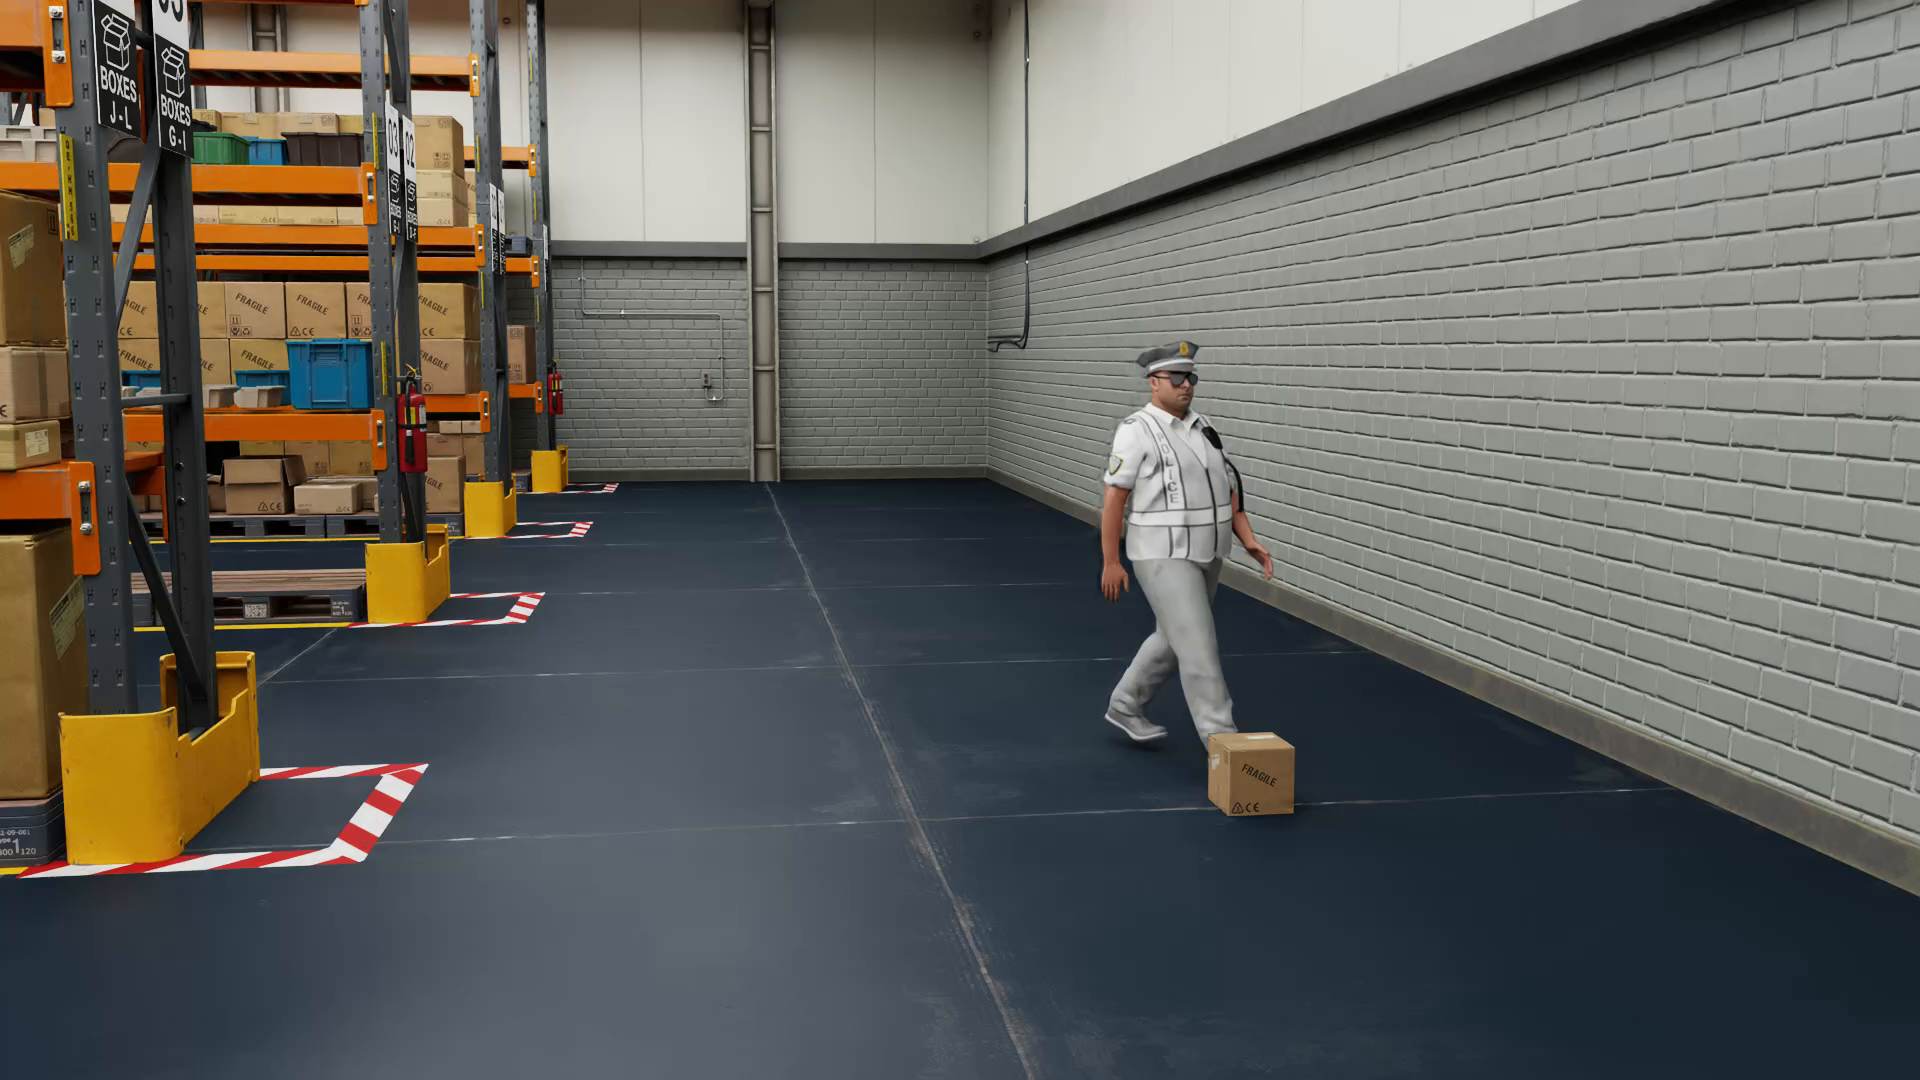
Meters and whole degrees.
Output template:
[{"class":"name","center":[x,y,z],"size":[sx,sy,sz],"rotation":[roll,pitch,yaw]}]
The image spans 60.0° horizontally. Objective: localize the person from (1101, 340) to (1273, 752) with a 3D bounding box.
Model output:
[{"class":"person","center":[0.944,0.054,6.702],"size":[0.544,1.708,1.071],"rotation":[-6,9,-43]}]
